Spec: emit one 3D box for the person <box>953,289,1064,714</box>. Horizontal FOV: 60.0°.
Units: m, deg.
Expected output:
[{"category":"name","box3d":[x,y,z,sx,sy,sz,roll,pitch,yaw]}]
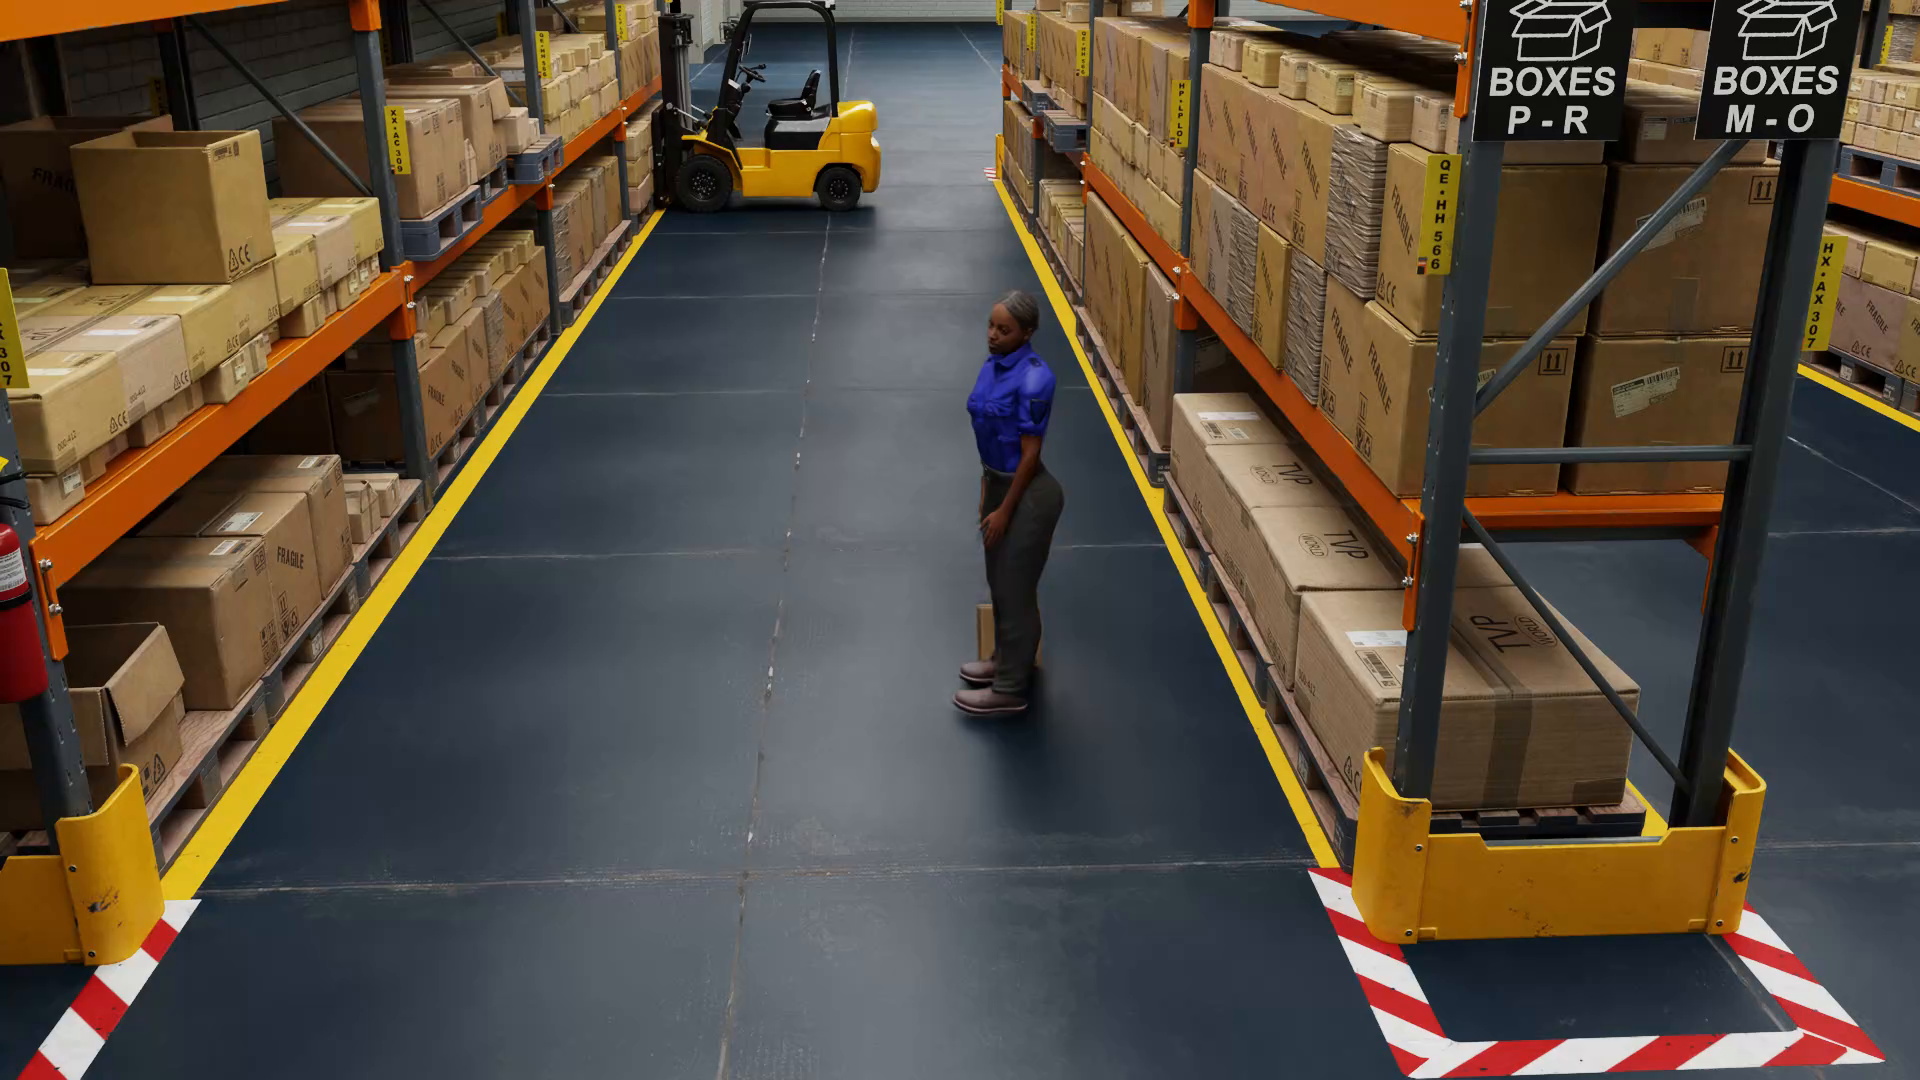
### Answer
[{"category":"person","box3d":[0.143,-0.149,6.413,0.430,1.667,0.502,-8,22,-20]}]
